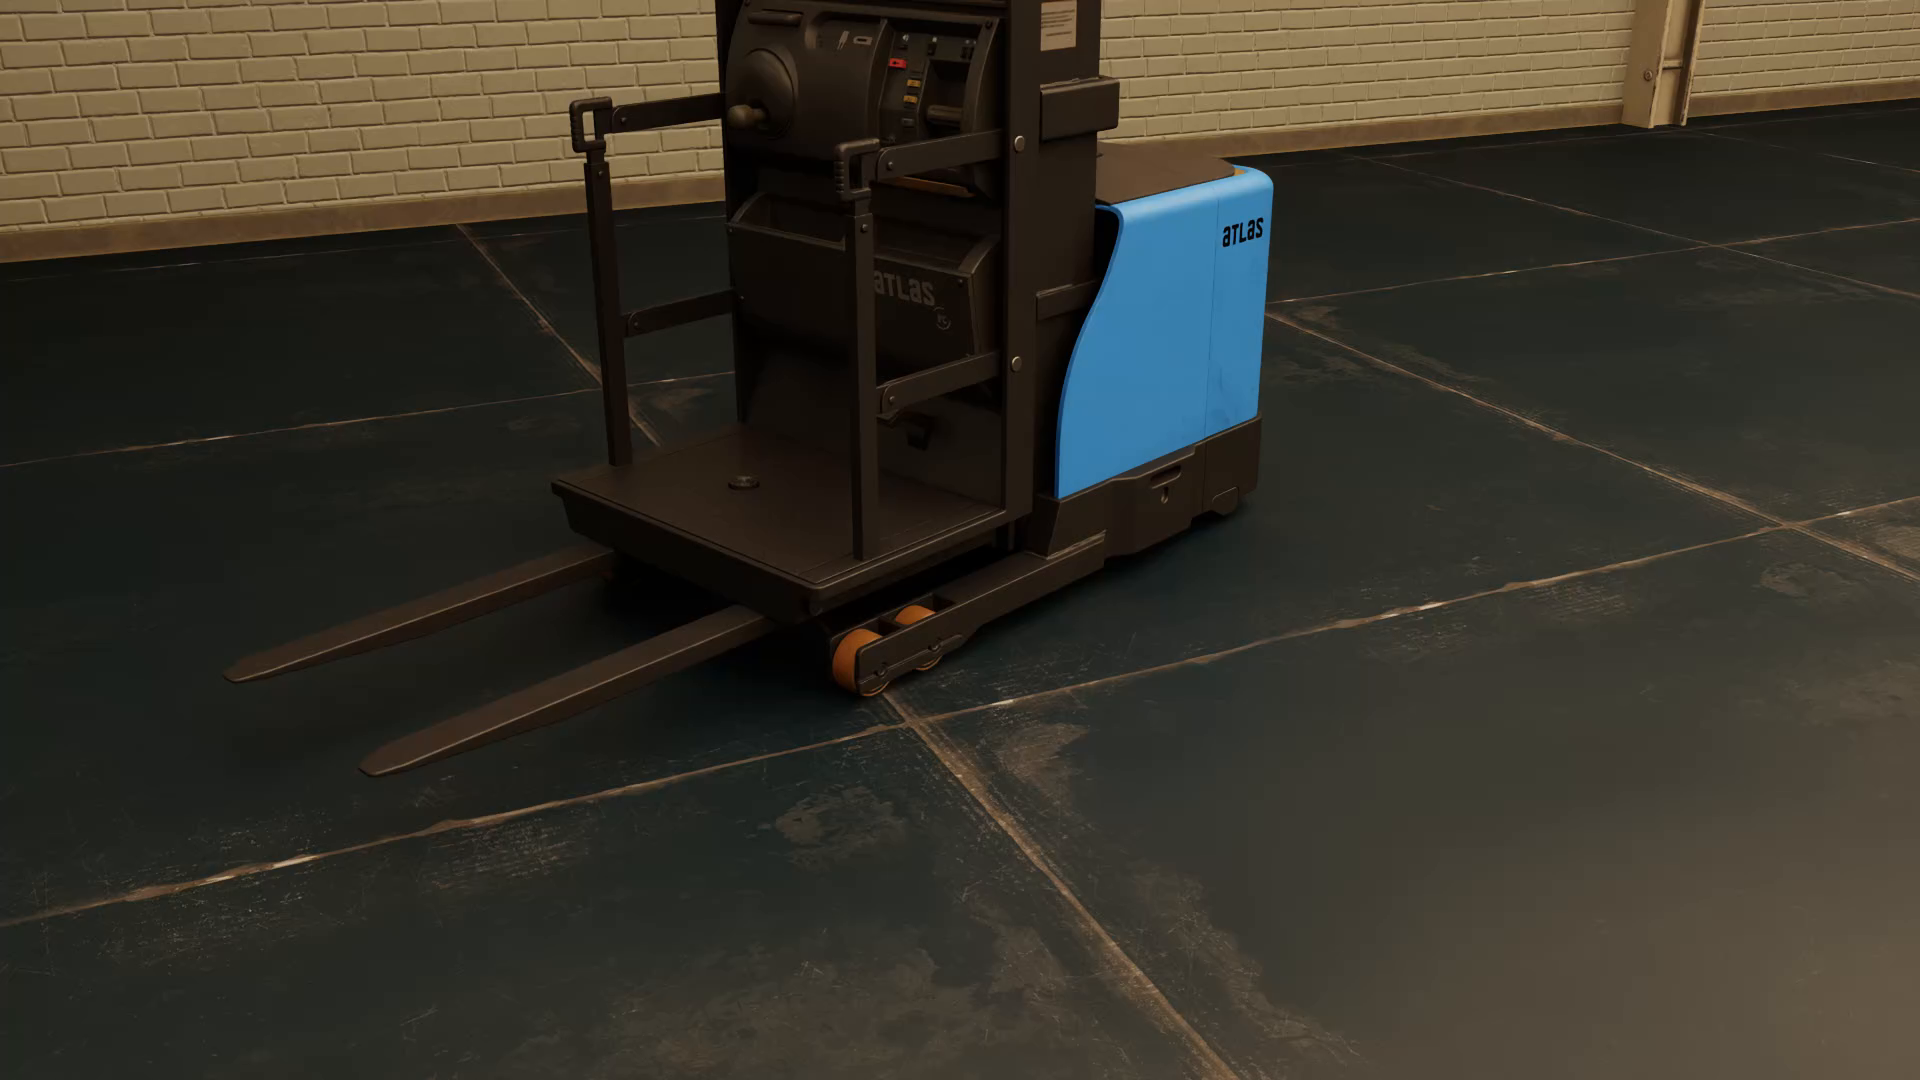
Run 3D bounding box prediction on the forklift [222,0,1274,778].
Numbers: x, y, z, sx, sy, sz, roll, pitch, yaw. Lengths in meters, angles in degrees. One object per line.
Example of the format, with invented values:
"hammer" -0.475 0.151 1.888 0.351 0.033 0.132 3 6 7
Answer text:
"forklift" -0.413 -1.182 4.131 1.130 2.935 3.031 19 29 39
